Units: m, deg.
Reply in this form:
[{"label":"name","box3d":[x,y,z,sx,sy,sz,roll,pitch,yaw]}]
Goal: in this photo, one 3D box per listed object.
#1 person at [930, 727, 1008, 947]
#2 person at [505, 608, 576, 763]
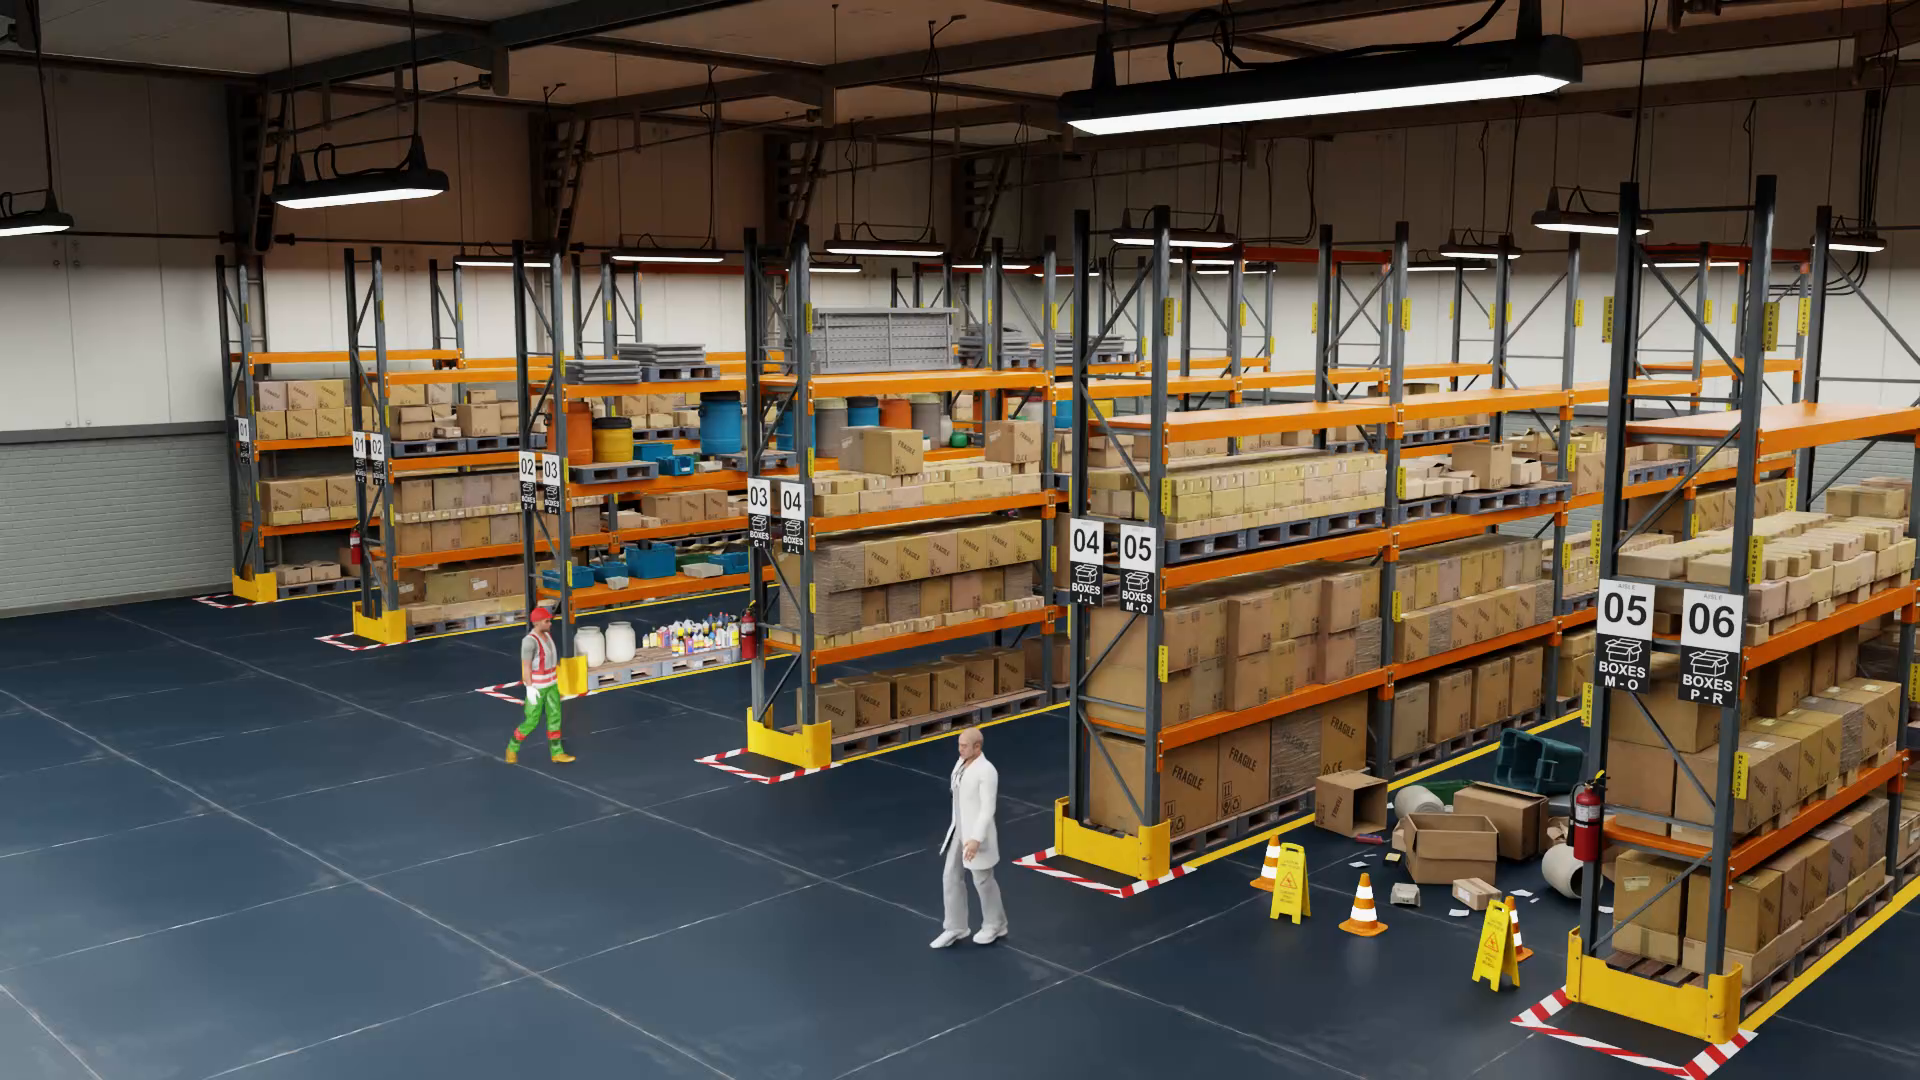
[{"label":"person","box3d":[0.081,2.413,13.449,0.658,1.827,0.651,-5,9,-29]},{"label":"person","box3d":[-4.758,1.644,18.749,0.759,1.787,0.576,3,9,18]}]
